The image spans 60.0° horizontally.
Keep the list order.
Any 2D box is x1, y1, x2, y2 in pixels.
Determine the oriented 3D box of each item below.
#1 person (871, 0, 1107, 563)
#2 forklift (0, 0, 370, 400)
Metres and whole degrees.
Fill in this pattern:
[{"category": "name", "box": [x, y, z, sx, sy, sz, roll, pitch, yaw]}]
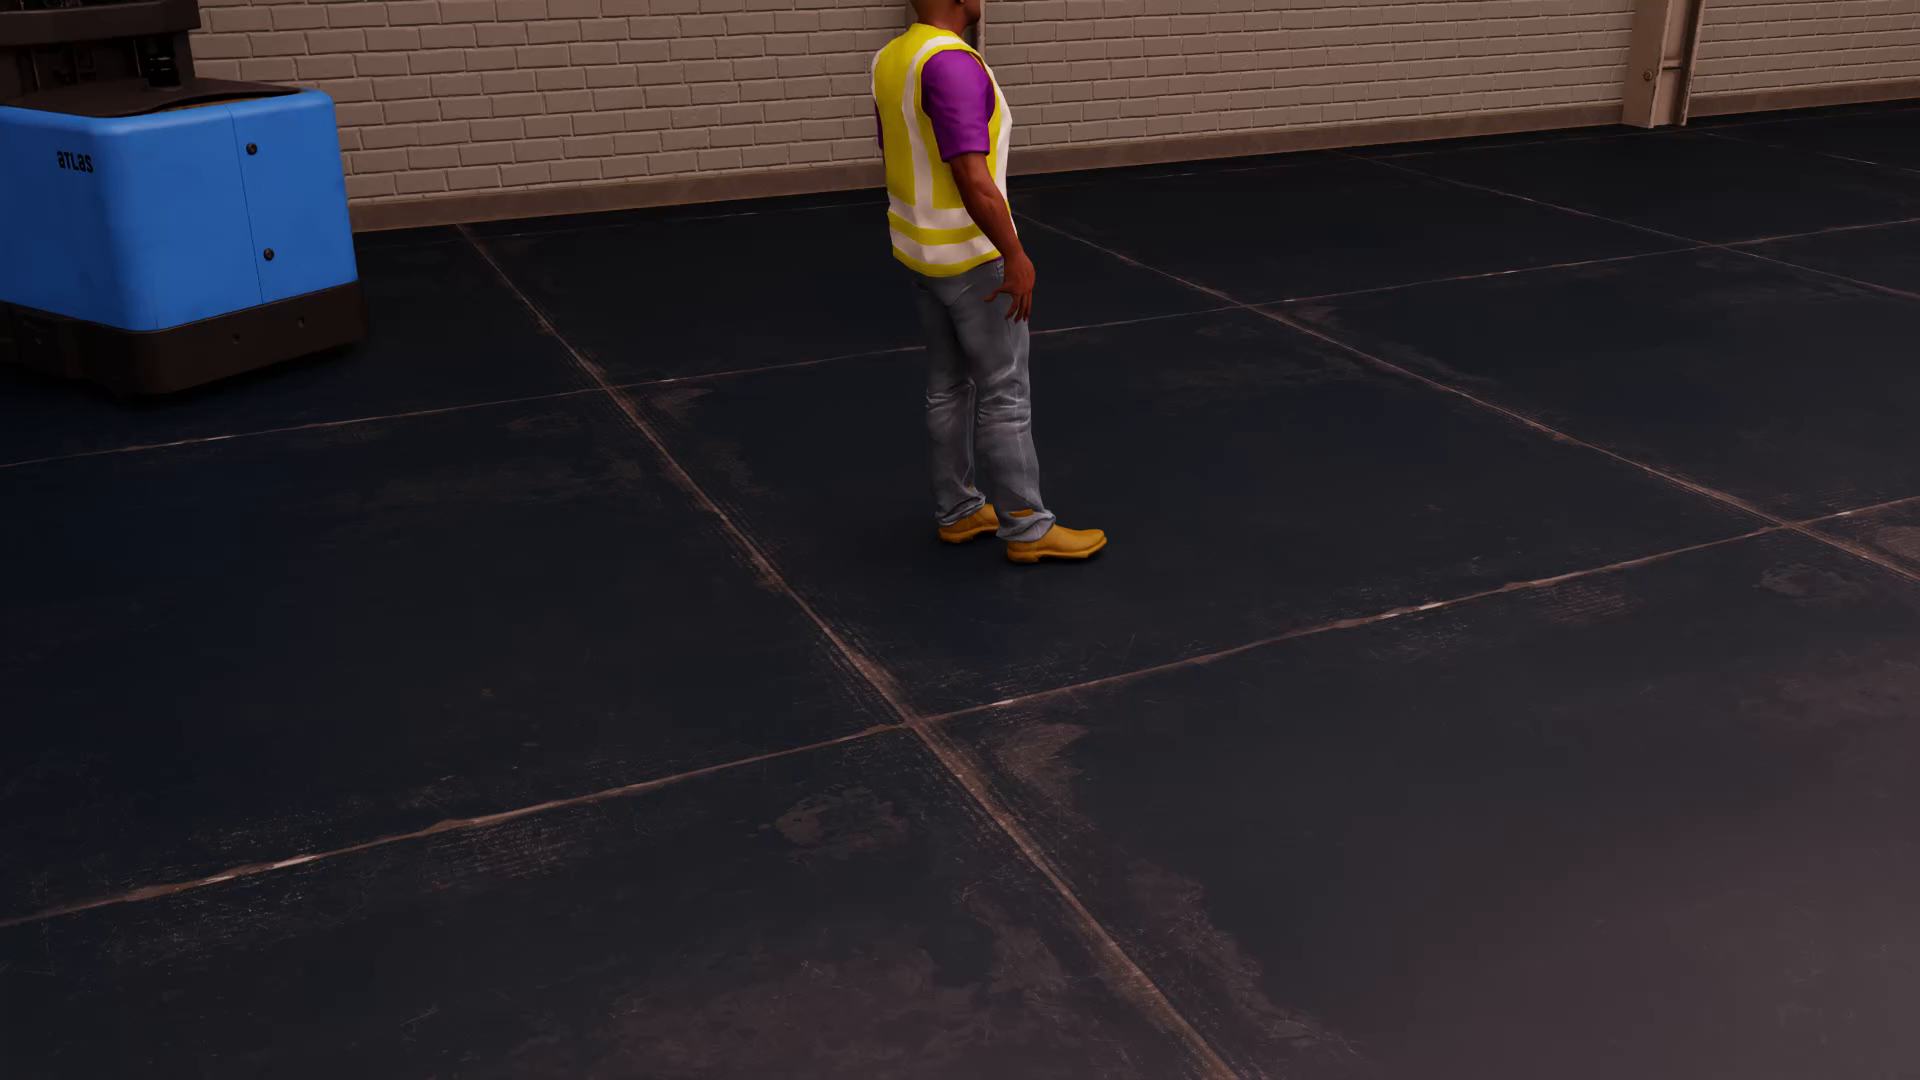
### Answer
[{"category": "person", "box": [0.066, -0.832, 4.789, 0.575, 1.768, 0.666, -10, 25, -23]}, {"category": "forklift", "box": [-4.002, -2.296, 6.812, 3.031, 2.935, 1.130, 14, 26, 29]}]
